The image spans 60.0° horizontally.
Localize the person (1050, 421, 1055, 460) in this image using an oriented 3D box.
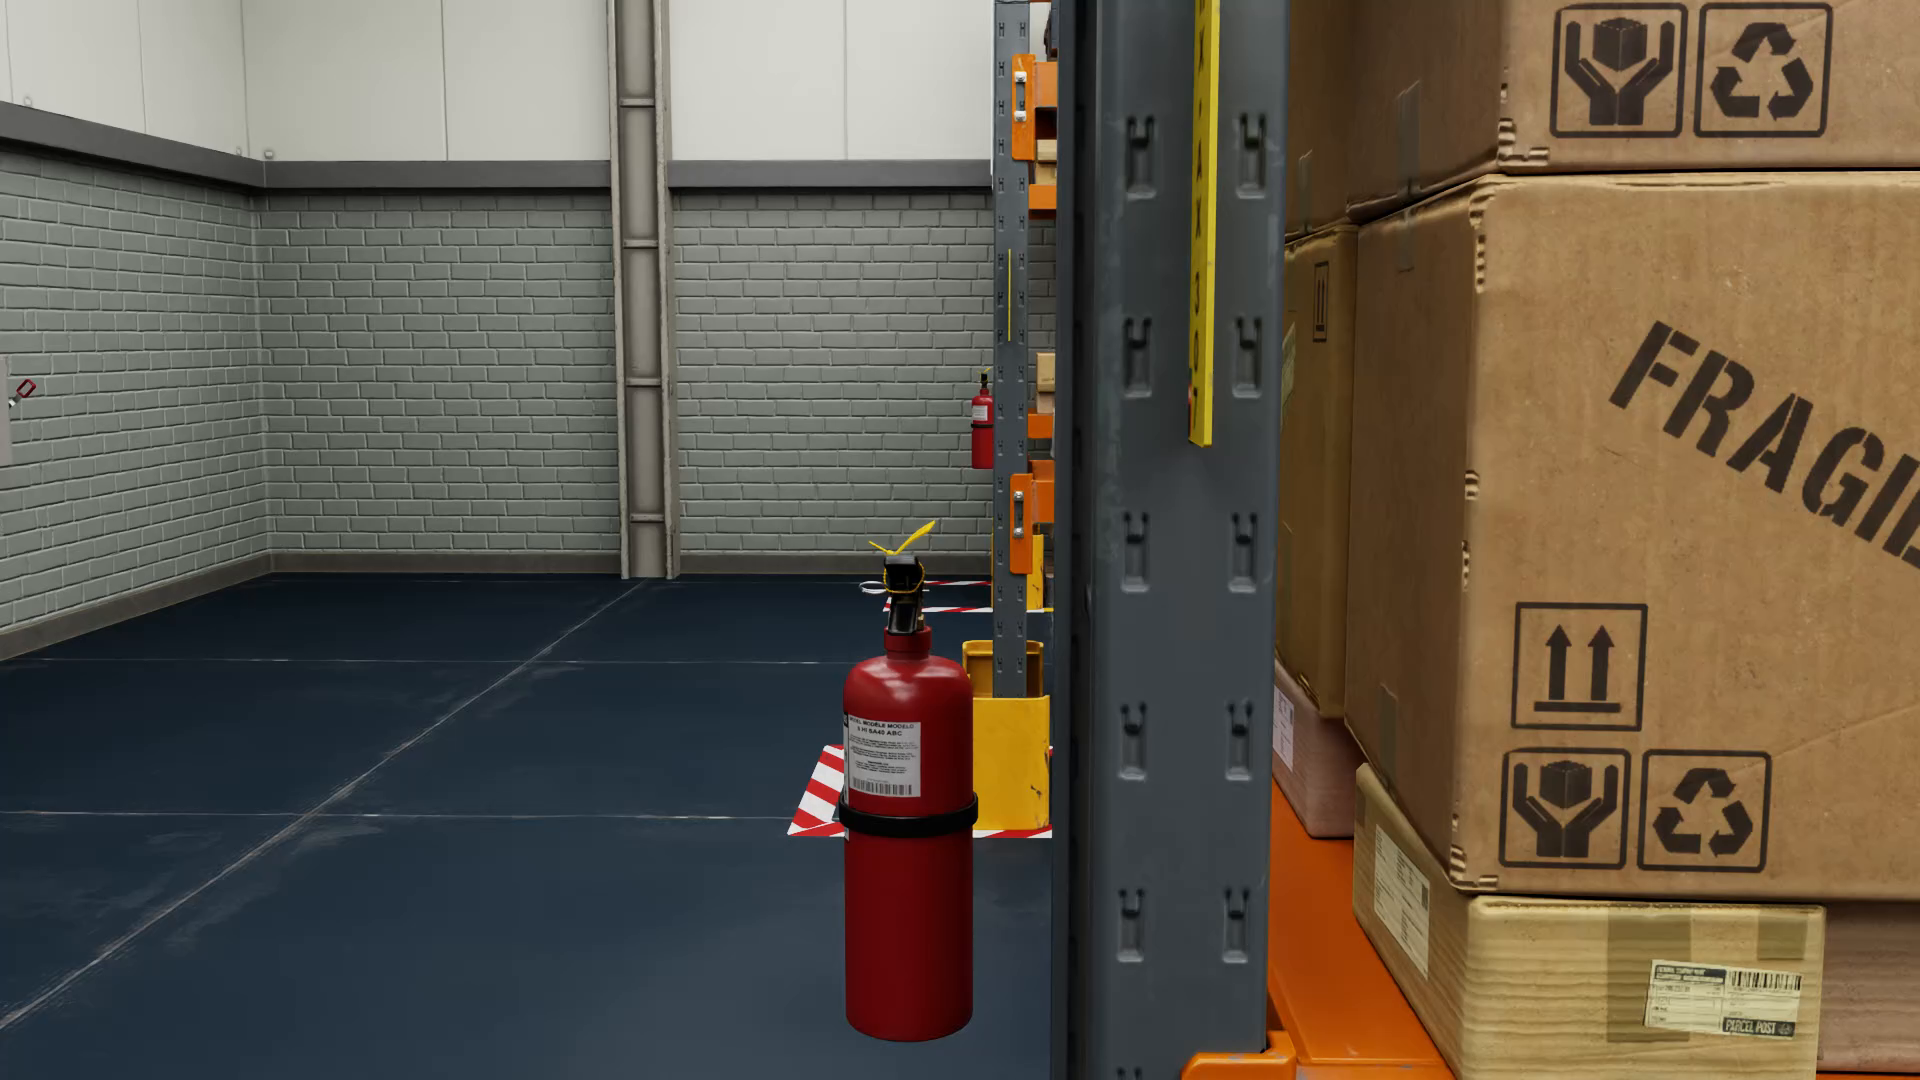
[{"bbox_3d":[0.758,-0.120,8.485,0.579,1.786,0.477,1,7,9],"label":"person"}]
